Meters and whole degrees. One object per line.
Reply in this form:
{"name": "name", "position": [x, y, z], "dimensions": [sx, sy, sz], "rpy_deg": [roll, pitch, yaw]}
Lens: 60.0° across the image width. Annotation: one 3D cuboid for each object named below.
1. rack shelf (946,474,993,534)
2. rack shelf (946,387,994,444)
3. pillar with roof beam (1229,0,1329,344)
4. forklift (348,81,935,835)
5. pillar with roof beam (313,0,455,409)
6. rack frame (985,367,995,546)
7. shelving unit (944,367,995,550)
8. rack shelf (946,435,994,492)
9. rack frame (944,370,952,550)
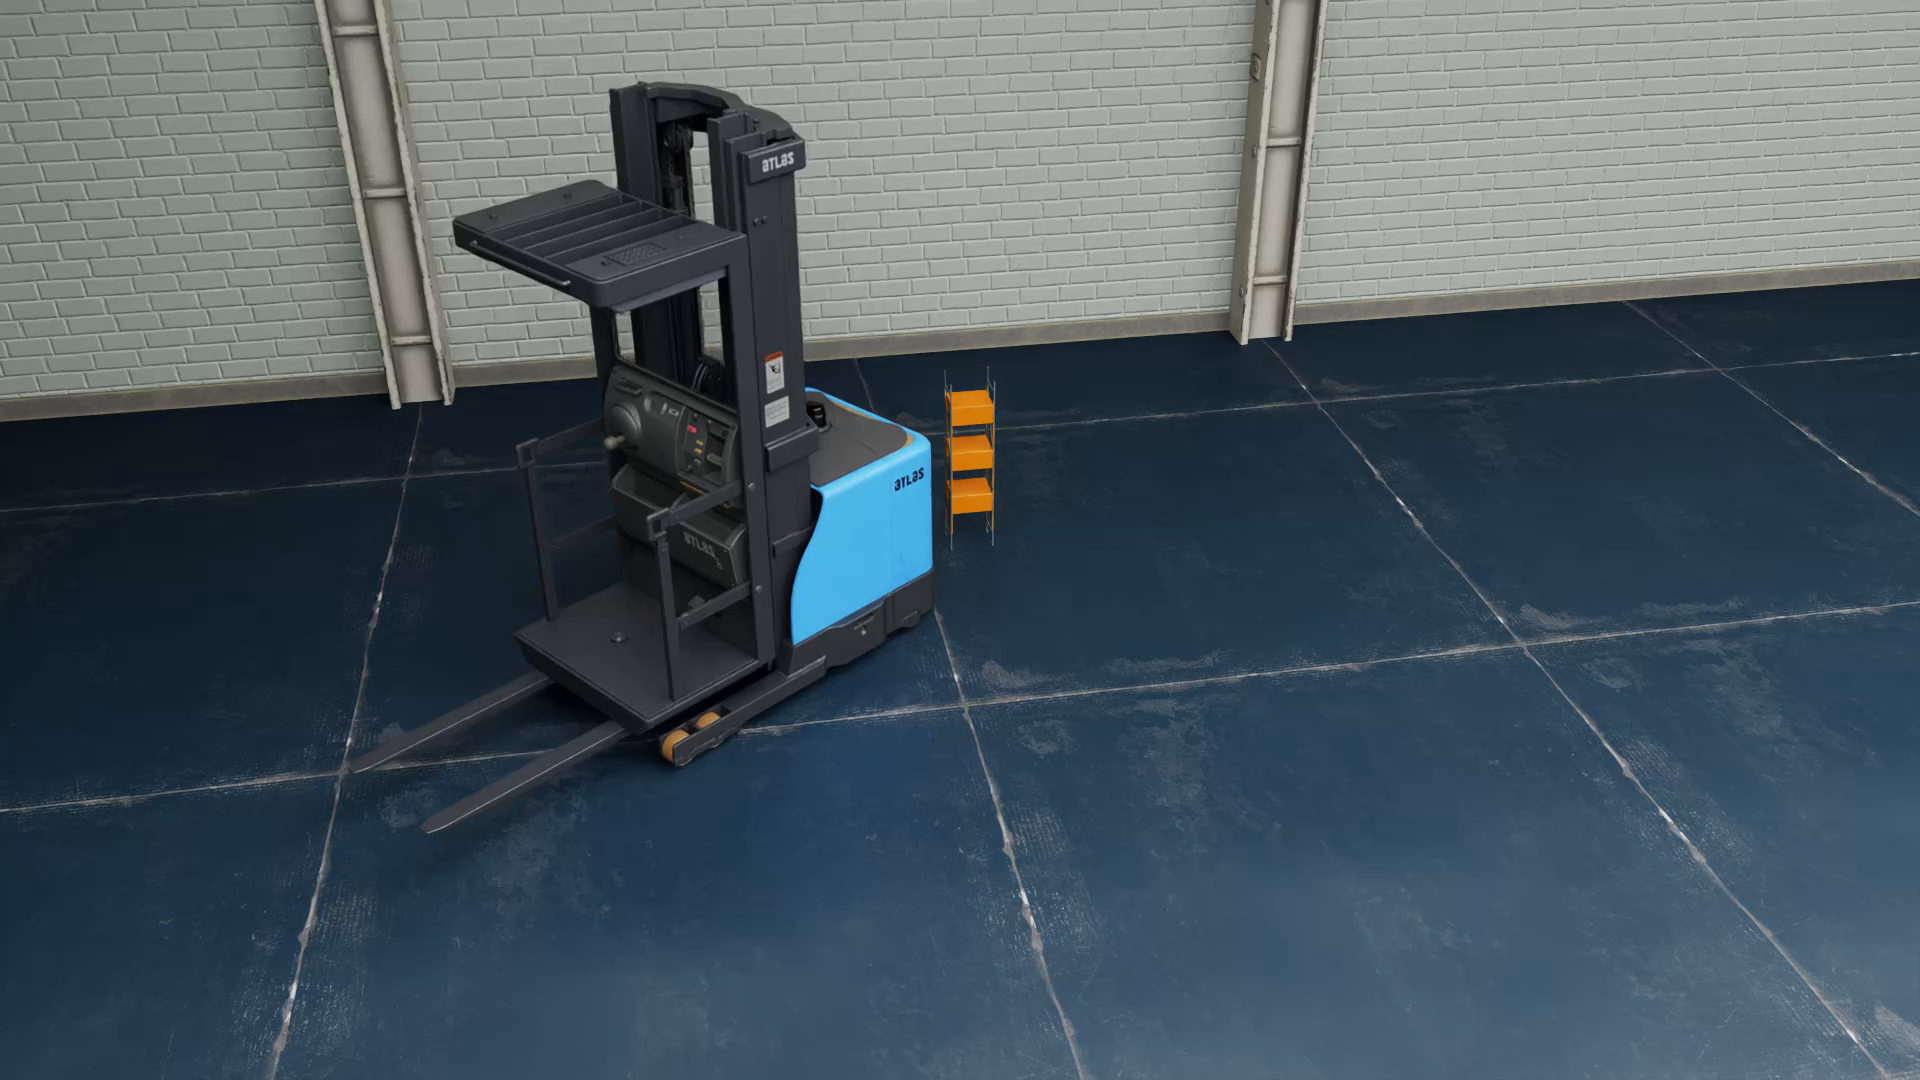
{"name": "rack shelf", "position": [0.053, -0.209, 9.638], "dimensions": [0.240, 0.259, 0.215], "rpy_deg": [-5, 31, -9]}
{"name": "rack shelf", "position": [0.053, -0.693, 9.354], "dimensions": [0.240, 0.259, 0.215], "rpy_deg": [-5, 31, -9]}
{"name": "pillar with roof beam", "position": [2.998, -3.261, 6.418], "dimensions": [0.400, 9.000, 9.100], "rpy_deg": [-5, 31, -9]}
{"name": "forklift", "position": [-1.506, -0.482, 7.677], "dimensions": [1.130, 2.935, 3.031], "rpy_deg": [25, 39, 36]}
{"name": "pillar with roof beam", "position": [-2.904, -2.713, 5.486], "dimensions": [0.400, 9.000, 9.100], "rpy_deg": [-5, 31, -9]}
{"name": "rack frame", "position": [0.173, -0.469, 9.511], "dimensions": [0.008, 1.050, 0.200], "rpy_deg": [-5, 31, -9]}
{"name": "shelving unit", "position": [0.053, -0.457, 9.492], "dimensions": [0.252, 1.050, 0.215], "rpy_deg": [-5, 31, -9]}
{"name": "rack shelf", "position": [0.053, -0.448, 9.498], "dimensions": [0.240, 0.259, 0.215], "rpy_deg": [-5, 31, -9]}
{"name": "rack frame", "position": [-0.067, -0.446, 9.473], "dimensions": [0.008, 1.050, 0.200], "rpy_deg": [-5, 31, -9]}
